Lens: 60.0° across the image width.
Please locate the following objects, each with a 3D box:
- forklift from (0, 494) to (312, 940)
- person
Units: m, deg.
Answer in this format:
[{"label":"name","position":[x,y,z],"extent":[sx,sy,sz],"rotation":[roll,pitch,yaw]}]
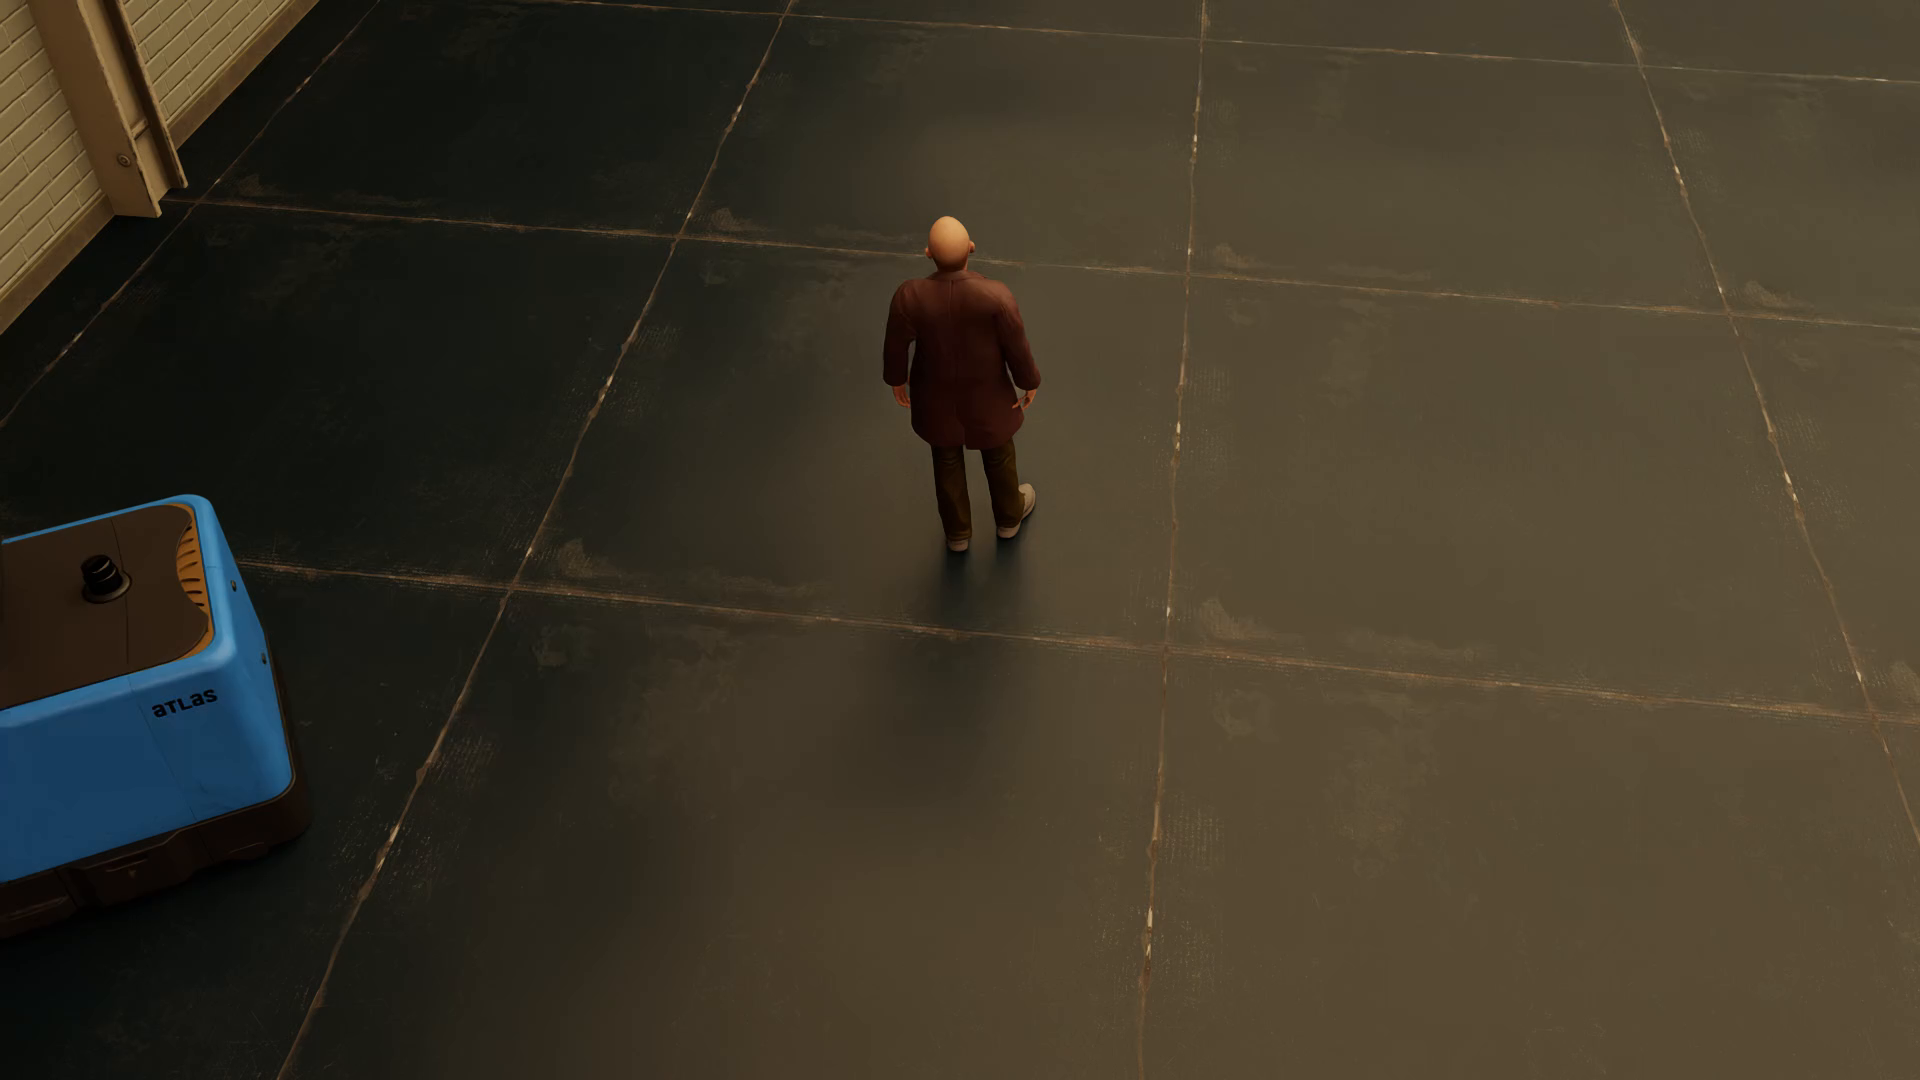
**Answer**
[{"label":"forklift","position":[-4.131,0.217,5.488],"extent":[3.031,2.935,1.130],"rotation":[-17,45,-18]},{"label":"person","position":[0.016,-0.721,7.351],"extent":[0.698,1.777,0.579],"rotation":[5,43,6]}]
